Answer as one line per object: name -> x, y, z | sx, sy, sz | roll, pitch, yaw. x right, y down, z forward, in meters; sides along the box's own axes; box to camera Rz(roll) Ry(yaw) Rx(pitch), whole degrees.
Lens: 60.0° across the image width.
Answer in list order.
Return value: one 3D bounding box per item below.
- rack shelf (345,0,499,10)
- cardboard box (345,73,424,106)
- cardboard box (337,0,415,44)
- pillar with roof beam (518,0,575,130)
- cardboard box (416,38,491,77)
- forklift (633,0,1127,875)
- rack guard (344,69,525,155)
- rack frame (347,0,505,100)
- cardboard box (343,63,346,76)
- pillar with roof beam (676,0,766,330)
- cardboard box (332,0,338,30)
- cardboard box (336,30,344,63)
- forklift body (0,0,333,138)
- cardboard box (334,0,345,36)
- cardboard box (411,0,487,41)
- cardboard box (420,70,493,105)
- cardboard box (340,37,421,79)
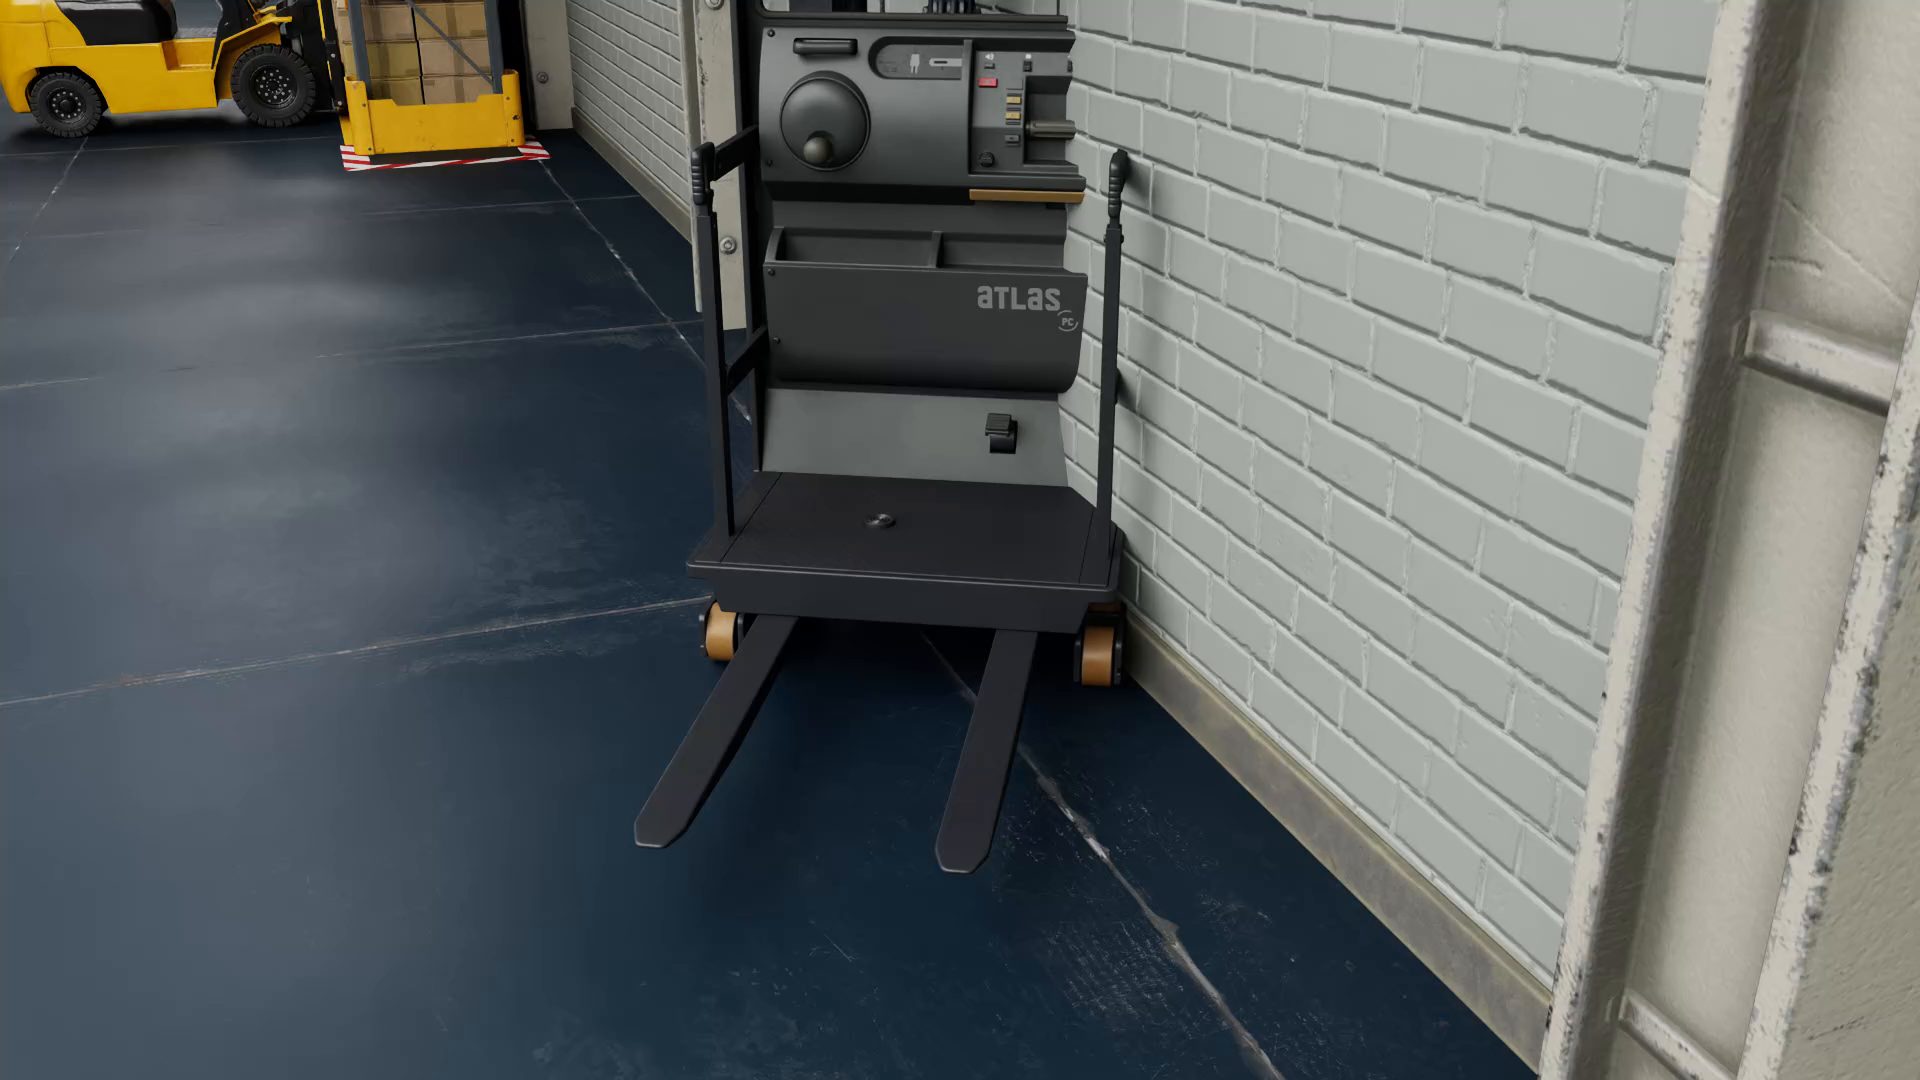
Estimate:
rack shelf -> -4.453, -4.616, 13.267 | 1.077, 0.370, 4.000 | -8, 24, -19
cardboard box -> -4.208, -3.275, 12.158 | 0.500, 0.250, 0.500 | -8, 24, -19
cardboard box -> -4.201, -3.733, 11.957 | 0.500, 0.250, 0.500 | -8, 24, -17
pillar with roof beam -> -7.176, -6.772, 9.730 | 9.100, 9.000, 0.400 | -8, 24, -19
cardboard box -> -3.718, -3.577, 12.232 | 0.500, 0.250, 0.500 | -8, 24, -18
forklift -> -0.090, -1.111, 4.113 | 1.130, 2.935, 3.031 | 3, 23, 8
rack guard -> -3.738, -3.061, 11.868 | 1.175, 0.500, 0.348 | -8, 24, -19
rack frame -> -3.746, -4.221, 11.403 | 1.000, 3.000, 0.127 | -8, 24, -19
cardboard box -> -4.747, -3.826, 13.464 | 0.500, 0.250, 0.500 | -8, 24, -17
pillar with roof beam -> -5.057, -4.592, 4.558 | 9.100, 9.000, 0.400 | -8, 24, -19
cardboard box -> -4.574, -4.100, 12.827 | 0.500, 0.250, 0.500 | -8, 24, -18
cardboard box -> -4.580, -3.881, 12.951 | 0.500, 0.250, 0.500 | -9, 24, -20
forklift body -> -6.123, -4.269, 12.609 | 2.313, 2.155, 1.214 | -8, 24, -19
cardboard box -> -4.386, -3.918, 12.395 | 0.500, 0.250, 0.500 | -8, 24, -18
cardboard box -> -3.739, -3.809, 12.138 | 0.500, 0.250, 0.500 | -9, 24, -20
cardboard box -> -3.737, -3.353, 12.343 | 0.500, 0.250, 0.500 | -8, 24, -19
cardboard box -> -4.211, -3.512, 12.077 | 0.500, 0.250, 0.500 | -9, 24, -20
